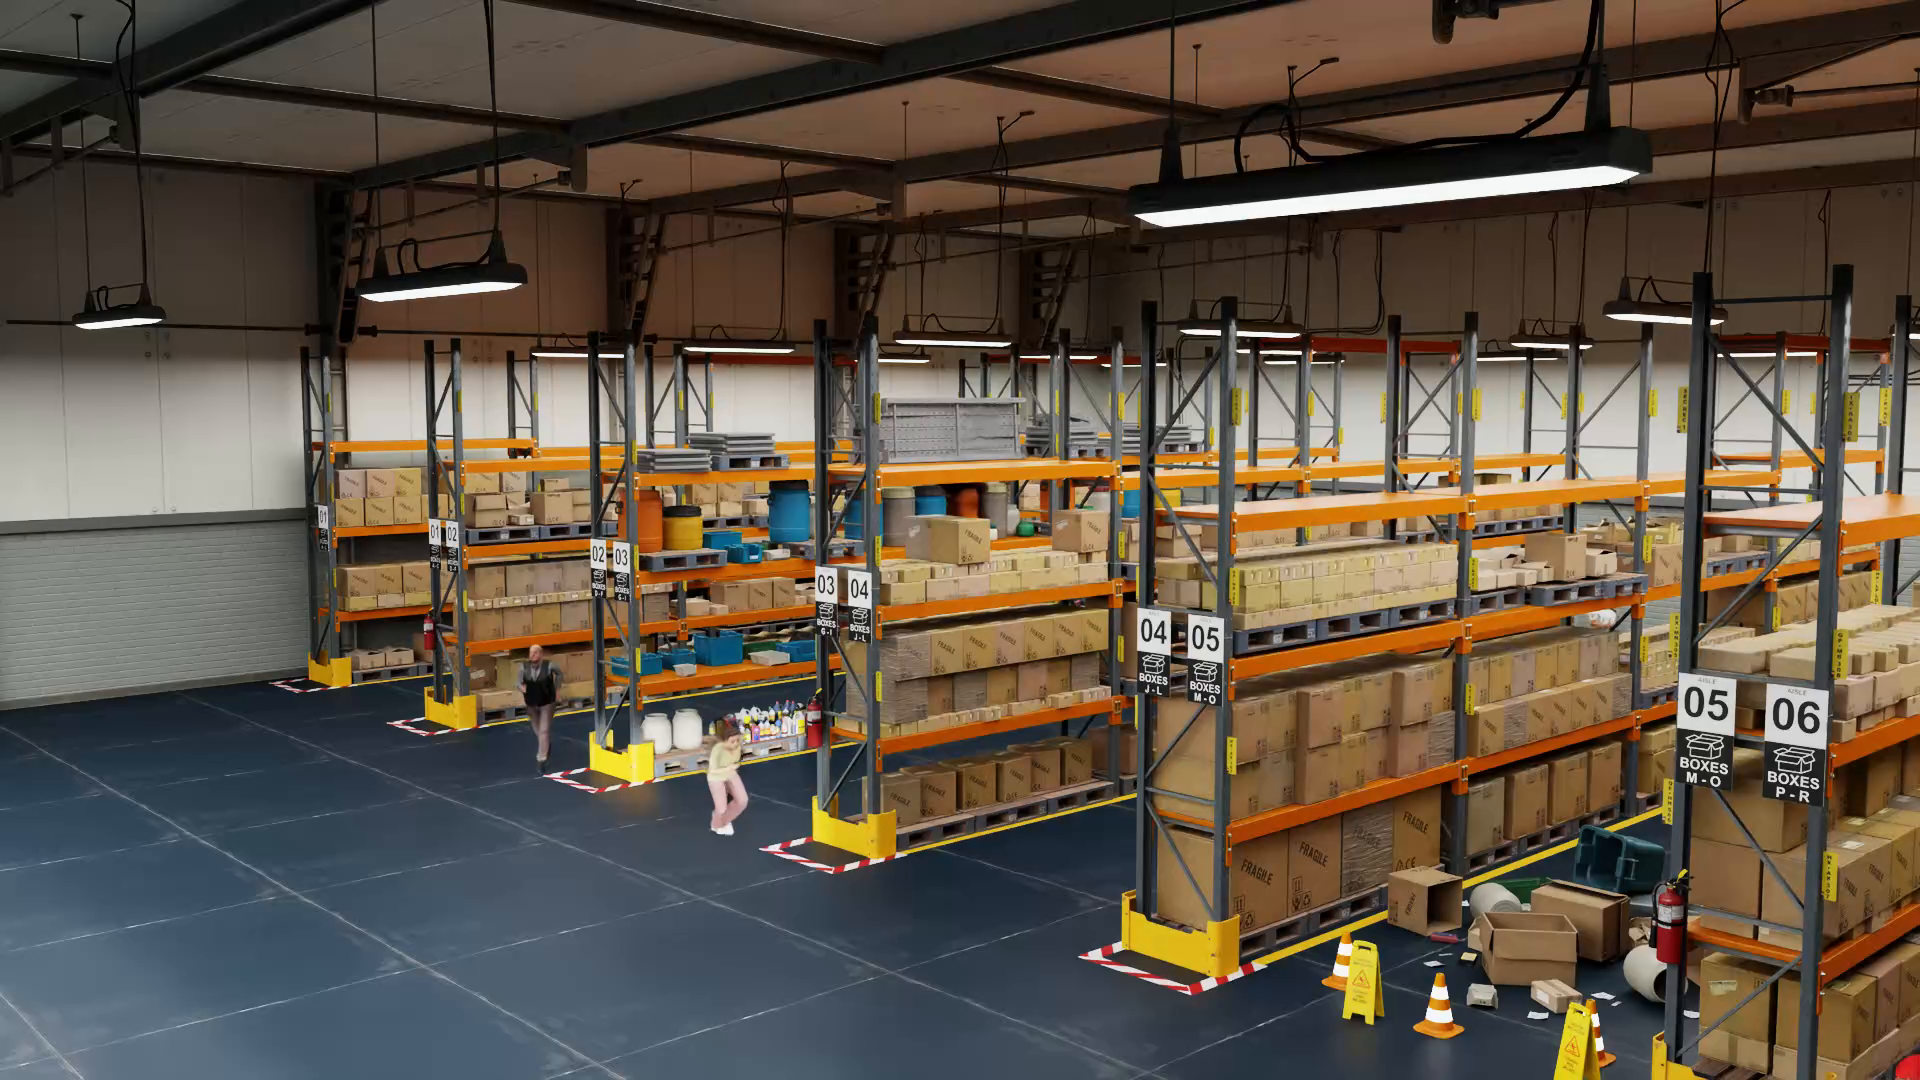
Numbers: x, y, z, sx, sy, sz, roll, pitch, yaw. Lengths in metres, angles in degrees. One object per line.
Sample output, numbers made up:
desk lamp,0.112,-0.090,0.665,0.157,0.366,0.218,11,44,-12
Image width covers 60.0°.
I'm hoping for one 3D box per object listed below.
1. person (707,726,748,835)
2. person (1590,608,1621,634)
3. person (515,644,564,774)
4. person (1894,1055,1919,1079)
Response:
person,-2.702,2.775,19.171,0.563,1.389,0.942,-3,6,-35
person,11.568,1.728,29.801,0.598,1.673,0.742,0,5,0
person,-5.810,2.281,23.002,0.593,1.725,0.958,1,5,6
person,4.838,3.487,8.552,1.008,1.768,0.710,-4,6,-36
